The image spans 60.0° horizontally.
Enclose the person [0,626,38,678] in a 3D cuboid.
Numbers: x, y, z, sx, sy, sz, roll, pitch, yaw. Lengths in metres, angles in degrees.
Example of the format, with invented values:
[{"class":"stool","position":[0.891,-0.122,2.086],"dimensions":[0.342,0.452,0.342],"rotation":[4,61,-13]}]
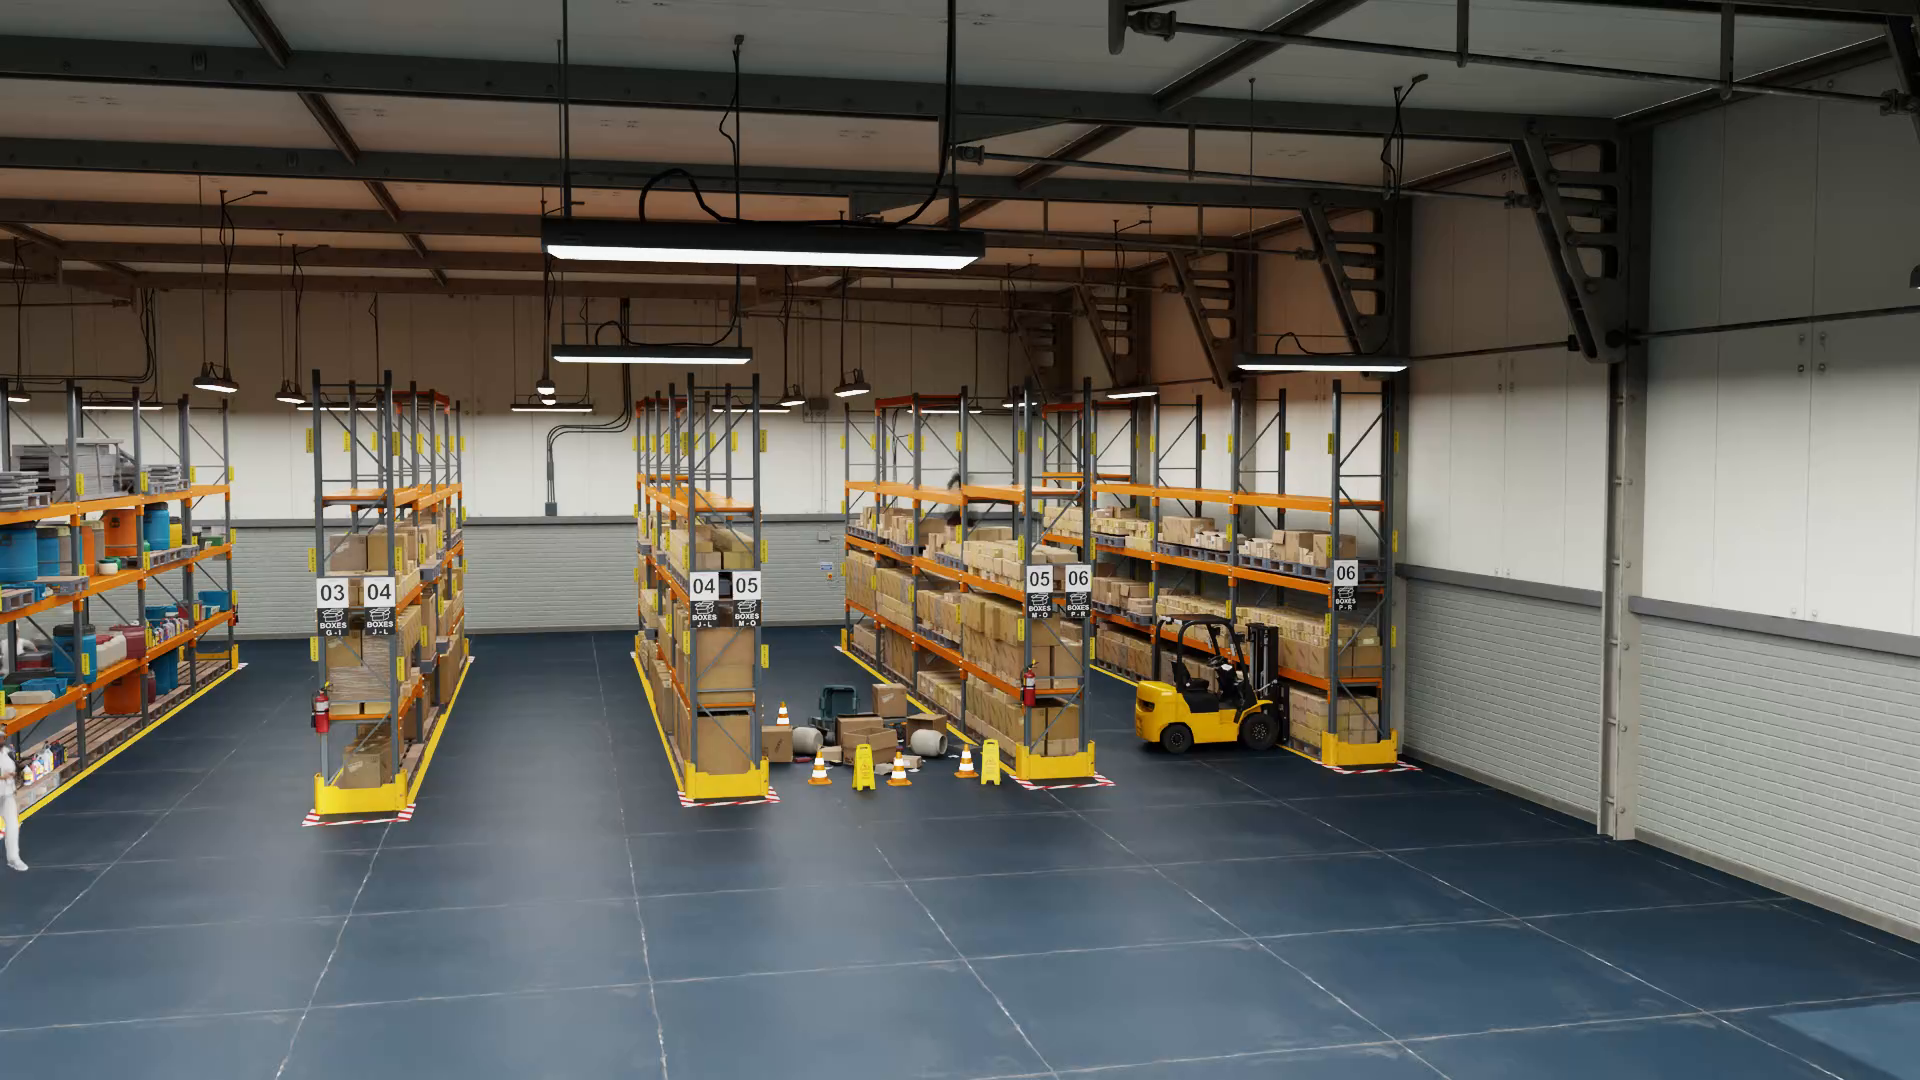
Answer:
[{"class":"person","position":[-16.756,2.377,29.448],"dimensions":[0.669,1.798,0.943],"rotation":[-1,3,-12]}]

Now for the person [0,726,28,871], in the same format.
[{"class":"person","position":[-11.328,3.008,19.511],"dimensions":[0.898,1.689,0.596],"rotation":[1,4,20]}]
